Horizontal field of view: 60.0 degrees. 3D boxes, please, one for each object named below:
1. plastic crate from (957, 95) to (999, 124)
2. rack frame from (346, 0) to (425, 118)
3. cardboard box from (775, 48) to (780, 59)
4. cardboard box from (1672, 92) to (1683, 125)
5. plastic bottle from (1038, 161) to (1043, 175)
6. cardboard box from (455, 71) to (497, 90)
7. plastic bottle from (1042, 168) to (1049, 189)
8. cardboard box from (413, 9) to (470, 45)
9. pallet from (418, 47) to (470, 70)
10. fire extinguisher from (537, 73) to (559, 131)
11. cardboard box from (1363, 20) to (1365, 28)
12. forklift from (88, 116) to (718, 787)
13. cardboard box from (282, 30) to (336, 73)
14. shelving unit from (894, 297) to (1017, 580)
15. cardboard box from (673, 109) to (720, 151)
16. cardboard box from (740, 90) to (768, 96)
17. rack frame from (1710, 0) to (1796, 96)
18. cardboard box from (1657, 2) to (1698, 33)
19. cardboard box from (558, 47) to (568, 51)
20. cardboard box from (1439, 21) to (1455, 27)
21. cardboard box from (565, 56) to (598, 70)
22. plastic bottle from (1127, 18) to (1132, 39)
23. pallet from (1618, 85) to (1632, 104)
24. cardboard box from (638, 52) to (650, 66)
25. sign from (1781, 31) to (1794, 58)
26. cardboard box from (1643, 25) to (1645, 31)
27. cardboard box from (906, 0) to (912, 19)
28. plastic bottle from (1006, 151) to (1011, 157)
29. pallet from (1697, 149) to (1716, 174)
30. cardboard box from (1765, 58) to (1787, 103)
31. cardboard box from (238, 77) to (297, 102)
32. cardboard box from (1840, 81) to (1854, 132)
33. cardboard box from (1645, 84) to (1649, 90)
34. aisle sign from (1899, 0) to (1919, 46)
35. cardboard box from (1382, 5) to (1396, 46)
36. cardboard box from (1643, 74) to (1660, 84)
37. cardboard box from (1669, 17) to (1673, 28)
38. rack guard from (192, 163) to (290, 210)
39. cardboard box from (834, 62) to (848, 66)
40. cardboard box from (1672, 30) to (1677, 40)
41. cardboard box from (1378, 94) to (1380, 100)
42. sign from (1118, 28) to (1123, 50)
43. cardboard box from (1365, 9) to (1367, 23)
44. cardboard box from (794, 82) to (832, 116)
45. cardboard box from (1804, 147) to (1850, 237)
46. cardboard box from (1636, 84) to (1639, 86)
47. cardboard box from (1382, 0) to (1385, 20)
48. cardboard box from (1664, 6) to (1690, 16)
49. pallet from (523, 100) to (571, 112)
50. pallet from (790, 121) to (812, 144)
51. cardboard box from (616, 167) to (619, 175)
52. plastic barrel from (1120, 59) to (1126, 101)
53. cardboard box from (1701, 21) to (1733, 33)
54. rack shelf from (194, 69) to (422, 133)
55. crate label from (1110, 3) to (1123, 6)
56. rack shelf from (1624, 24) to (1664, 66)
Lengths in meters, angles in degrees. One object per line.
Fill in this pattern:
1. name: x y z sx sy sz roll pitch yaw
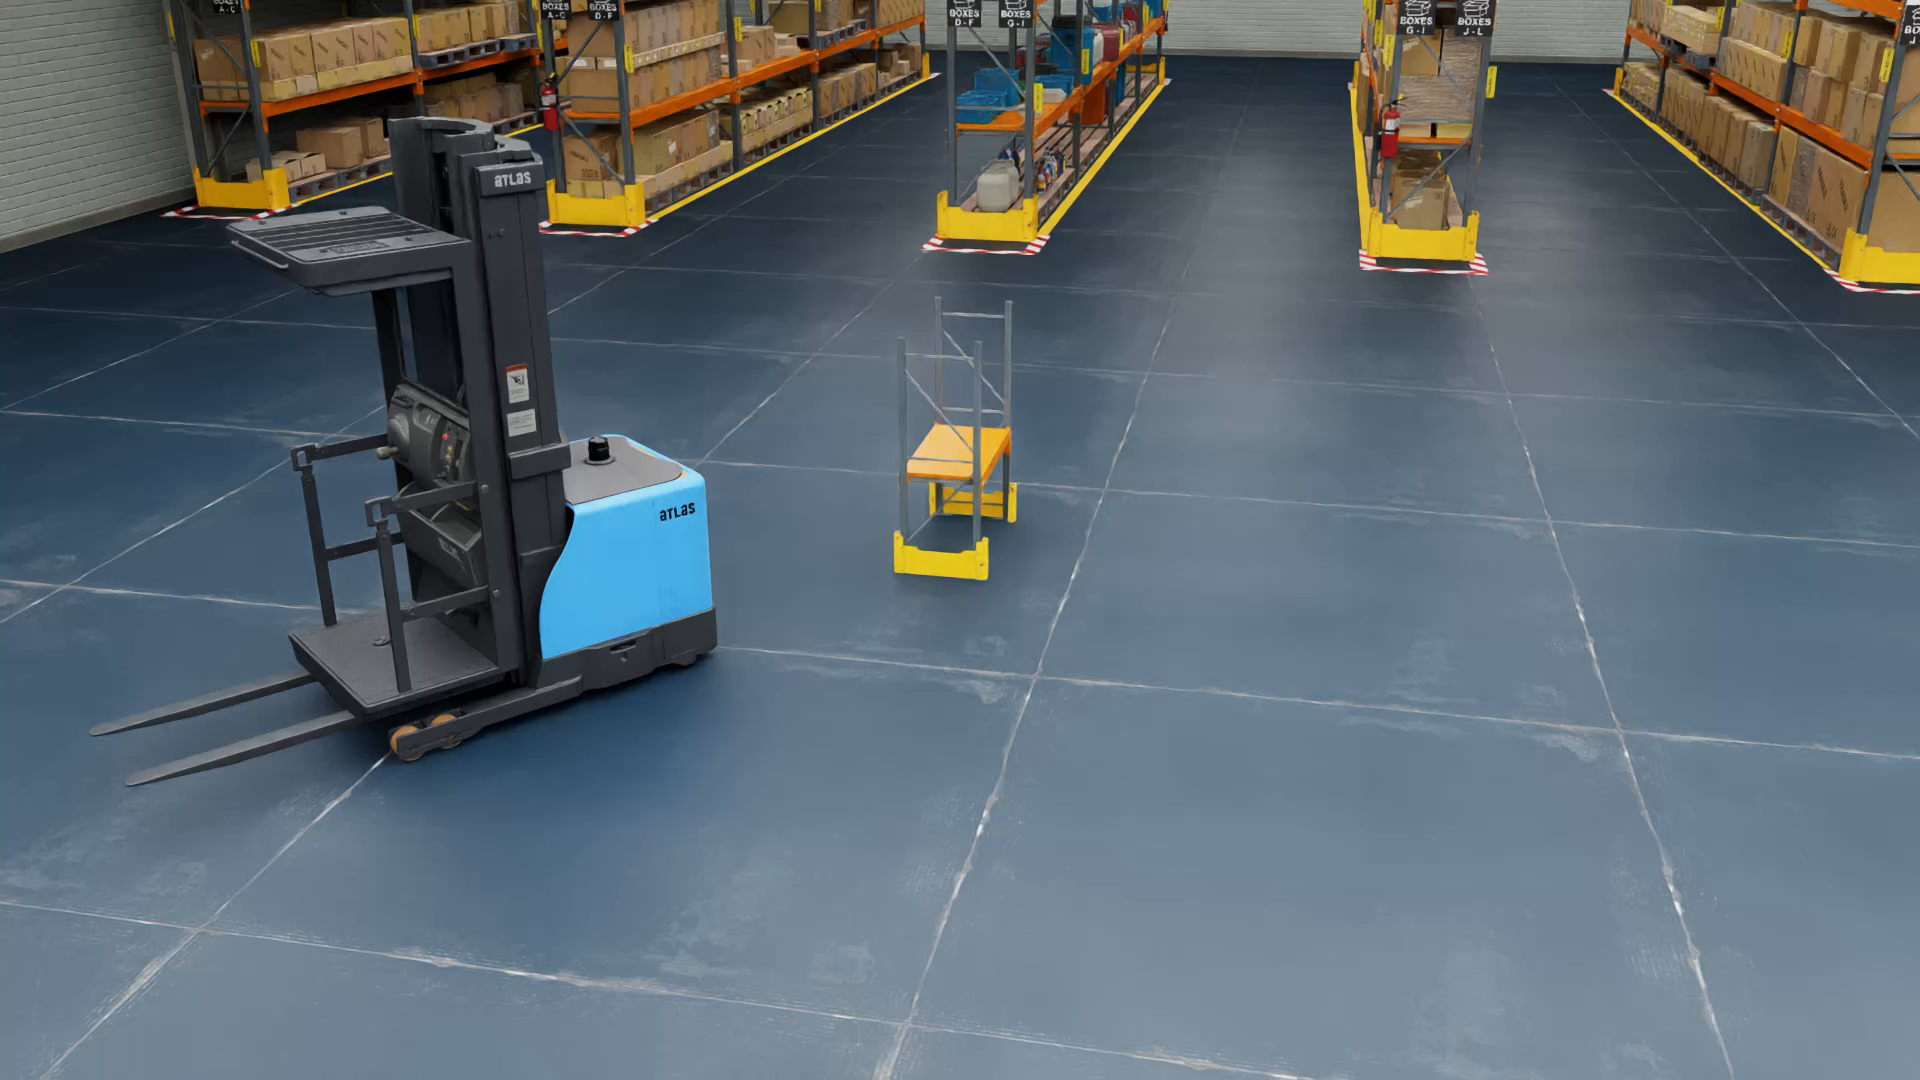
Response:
1. plastic crate: 0.164 -5.106 19.716 0.499 0.251 0.616 4 22 11
2. rack frame: -8.527 -7.187 24.684 1.000 3.000 0.127 4 22 11
3. cardboard box: -3.066 -7.687 26.260 0.380 0.149 0.250 6 23 15
4. cardboard box: 11.877 -6.964 26.914 0.500 0.500 0.500 5 22 12
5. plastic bottle: 1.076 -4.879 22.000 0.061 0.283 0.133 4 22 11
6. cardboard box: -7.984 -7.572 27.392 0.500 0.250 0.500 5 22 12
7. plastic bottle: 1.100 -4.672 21.503 0.097 0.271 0.097 0 22 0
8. cardboard box: -8.165 -8.068 26.149 0.700 0.500 0.500 8 23 18
9. pallet: -8.229 -7.367 25.386 1.003 0.211 1.213 4 22 11
10. fire extinguisher: -4.972 -5.304 20.113 0.296 0.674 0.183 4 22 11
11. cardboard box: 7.761 -9.659 31.158 0.380 0.149 0.250 4 22 10
12. forklift: -2.804 -0.498 8.167 3.031 2.935 1.130 -17 28 -36
13. cardboard box: -8.729 -6.532 22.228 0.500 0.500 0.500 4 22 9
14. shelving unit: -0.016 -0.668 10.504 0.587 1.500 1.083 4 22 11
15. cardboard box: -3.671 -5.710 23.131 0.500 0.500 0.500 4 22 11
16. cardboard box: -3.354 -7.091 26.814 0.500 0.311 0.500 4 22 10
17. rack frame: 11.671 -7.102 24.473 1.000 3.000 0.127 4 22 11
18. cardboard box: 12.310 -8.948 28.524 0.500 0.500 0.500 4 22 11
19. cardboard box: -7.079 -8.738 30.849 0.750 0.750 0.750 5 23 13
20. cardboard box: 5.692 -5.602 18.879 0.500 0.500 0.500 4 22 11
21. cardboard box: -4.602 -5.850 20.361 0.380 0.149 0.250 4 22 10
22. plastic bottle: 2.937 -8.974 29.186 0.144 0.351 0.185 4 22 11
23. pallet: 13.088 -8.412 31.459 1.003 0.211 1.213 4 22 11
24. cardboard box: -4.099 -6.010 20.760 0.380 0.149 0.250 5 22 11
25. sign: 10.322 -6.178 20.733 0.100 0.325 0.005 4 22 11
26. cardboard box: 12.800 -9.425 30.577 0.380 0.149 0.250 4 22 10
27. cardboard box: -1.263 -10.689 33.246 0.500 0.500 0.500 5 22 11
28. plastic bottle: 0.638 -5.169 22.730 0.152 0.276 0.135 5 23 13
29. pallet: 11.437 -5.526 24.292 1.003 0.211 1.213 4 22 11
30. cardboard box: 10.700 -5.897 21.347 0.500 0.500 0.500 4 22 11
31. cardboard box: -8.933 -5.818 21.459 0.500 0.250 0.500 4 22 9
32. cardboard box: 10.398 -4.783 18.514 0.875 0.550 0.550 4 22 11
33. cardboard box: 12.501 -8.093 29.789 0.380 0.149 0.250 5 22 12
34. aisle sign: 9.731 -5.379 16.715 0.394 0.787 0.004 4 22 11
35. cardboard box: 5.680 -6.557 21.250 0.500 0.500 0.500 4 22 11
36. cardboard box: 12.457 -8.247 29.772 0.380 0.149 0.250 3 22 8
37. cardboard box: 11.854 -8.483 27.278 0.380 0.149 0.250 5 22 12
38. rack guard: -9.328 -4.593 21.588 1.175 0.500 0.348 4 22 11
39. cardboard box: -2.382 -8.623 31.006 0.500 0.500 0.500 3 22 8
40. cardboard box: 11.747 -8.157 26.865 0.380 0.149 0.250 3 22 9
41. cardboard box: 5.618 -5.792 21.556 0.380 0.149 0.250 4 22 11
42. sign: 2.528 -7.931 26.313 0.100 0.325 0.005 4 22 11
43. cardboard box: 7.693 -9.606 30.493 0.500 0.250 0.500 5 22 12
44. cardboard box: -2.488 -7.463 28.126 0.500 0.500 0.500 5 23 13
45. cardboard box: 10.290 -3.961 18.955 0.875 0.875 0.875 4 22 10
46. cardboard box: 12.748 -8.354 30.836 0.380 0.149 0.250 5 22 11
47. cardboard box: 7.137 -8.533 26.550 0.797 0.503 0.637 5 22 12
48. cardboard box: 11.957 -8.810 27.692 0.380 0.149 0.250 6 23 14
49. pallet: -7.476 -7.639 29.539 1.003 0.211 1.213 4 22 11
50. pallet: -3.067 -6.682 27.163 1.003 0.211 1.213 4 22 11
51. cardboard box: -4.583 -4.670 21.552 0.500 0.250 0.500 4 22 11
52. plastic barrel: 2.676 -8.382 29.896 0.600 0.901 0.708 4 22 11
53. cardboard box: 11.323 -7.671 24.862 0.380 0.149 0.250 4 22 9
54. rack shelf: -8.935 -6.122 23.002 1.077 0.370 4.000 4 22 11
55. crate label: 3.247 -10.706 33.564 0.416 0.233 0.303 4 22 11
56. rack shelf: 12.896 -8.963 30.056 1.077 0.370 4.000 4 22 11
